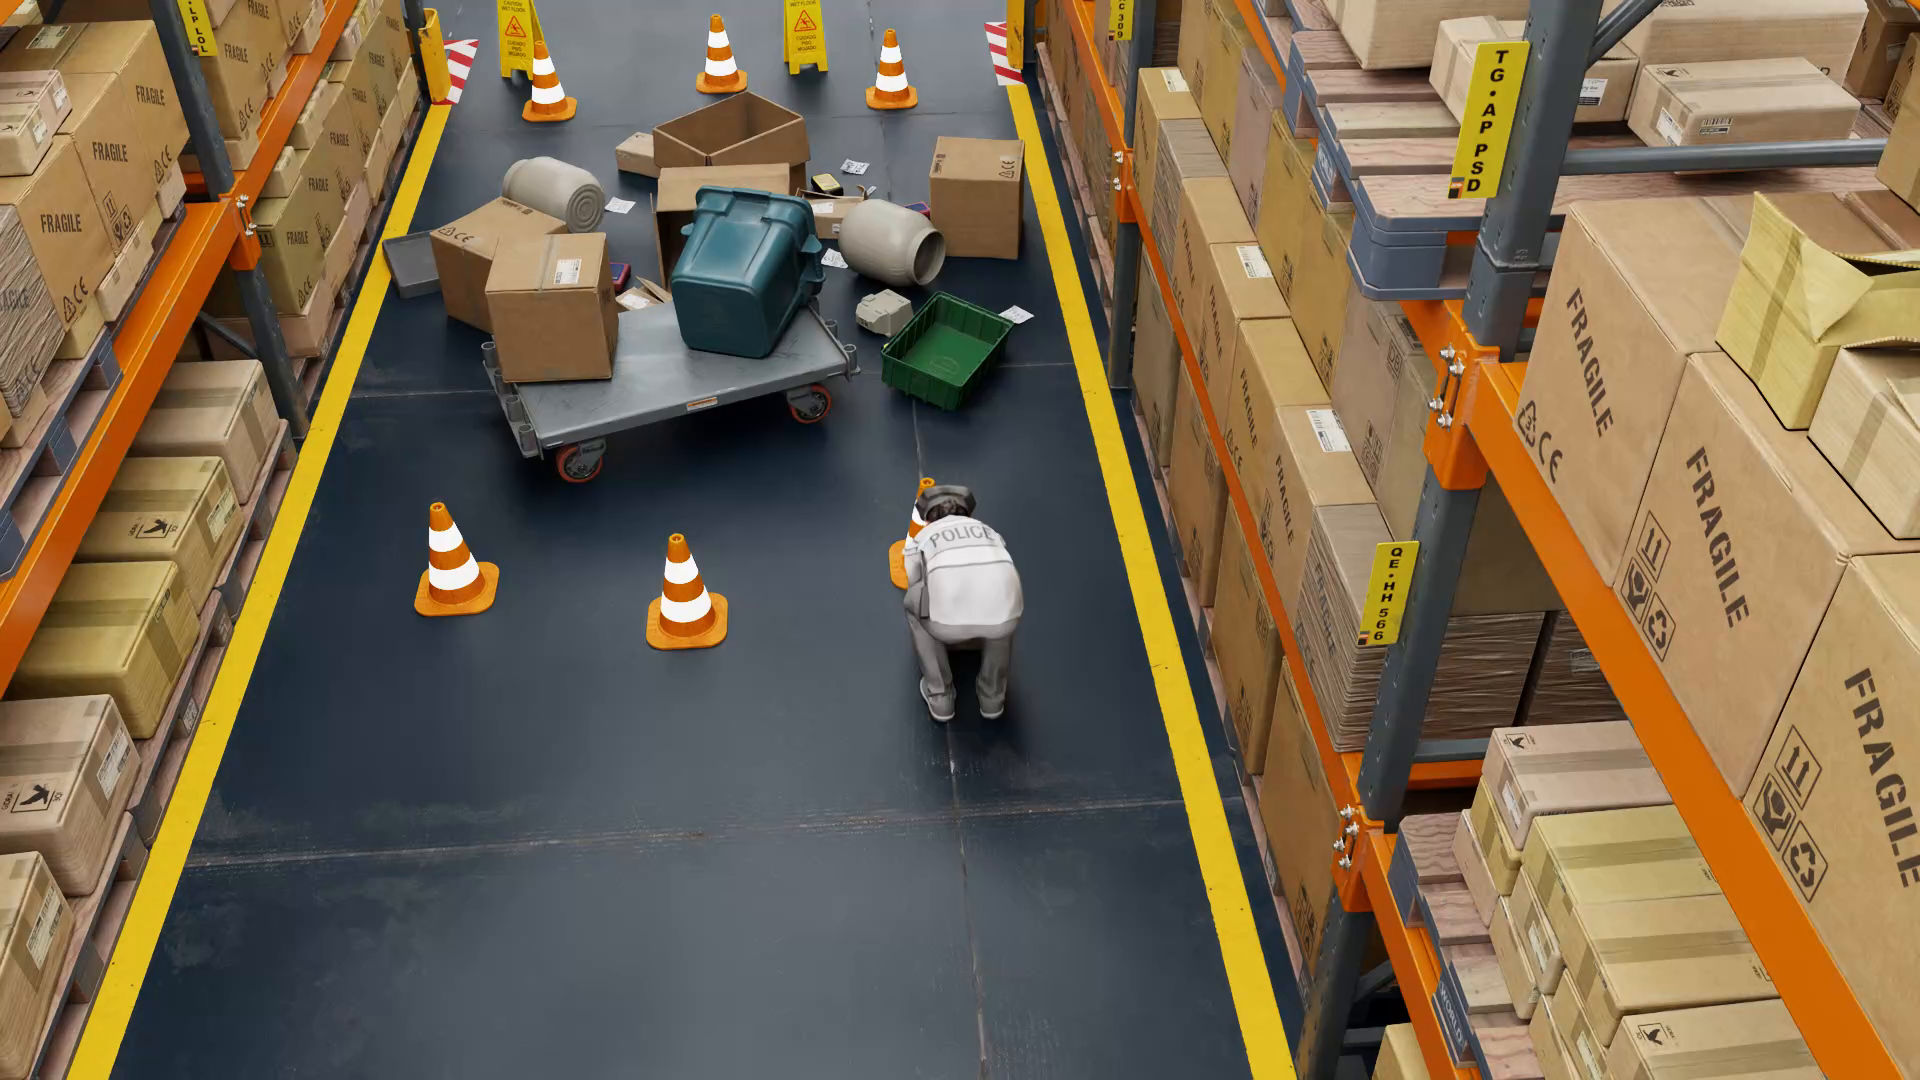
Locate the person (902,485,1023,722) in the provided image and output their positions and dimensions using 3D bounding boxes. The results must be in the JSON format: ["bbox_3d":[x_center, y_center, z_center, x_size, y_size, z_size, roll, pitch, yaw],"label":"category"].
[{"bbox_3d":[0.002,0.250,6.497,0.447,0.852,0.887,-5,40,-6],"label":"person"}]
